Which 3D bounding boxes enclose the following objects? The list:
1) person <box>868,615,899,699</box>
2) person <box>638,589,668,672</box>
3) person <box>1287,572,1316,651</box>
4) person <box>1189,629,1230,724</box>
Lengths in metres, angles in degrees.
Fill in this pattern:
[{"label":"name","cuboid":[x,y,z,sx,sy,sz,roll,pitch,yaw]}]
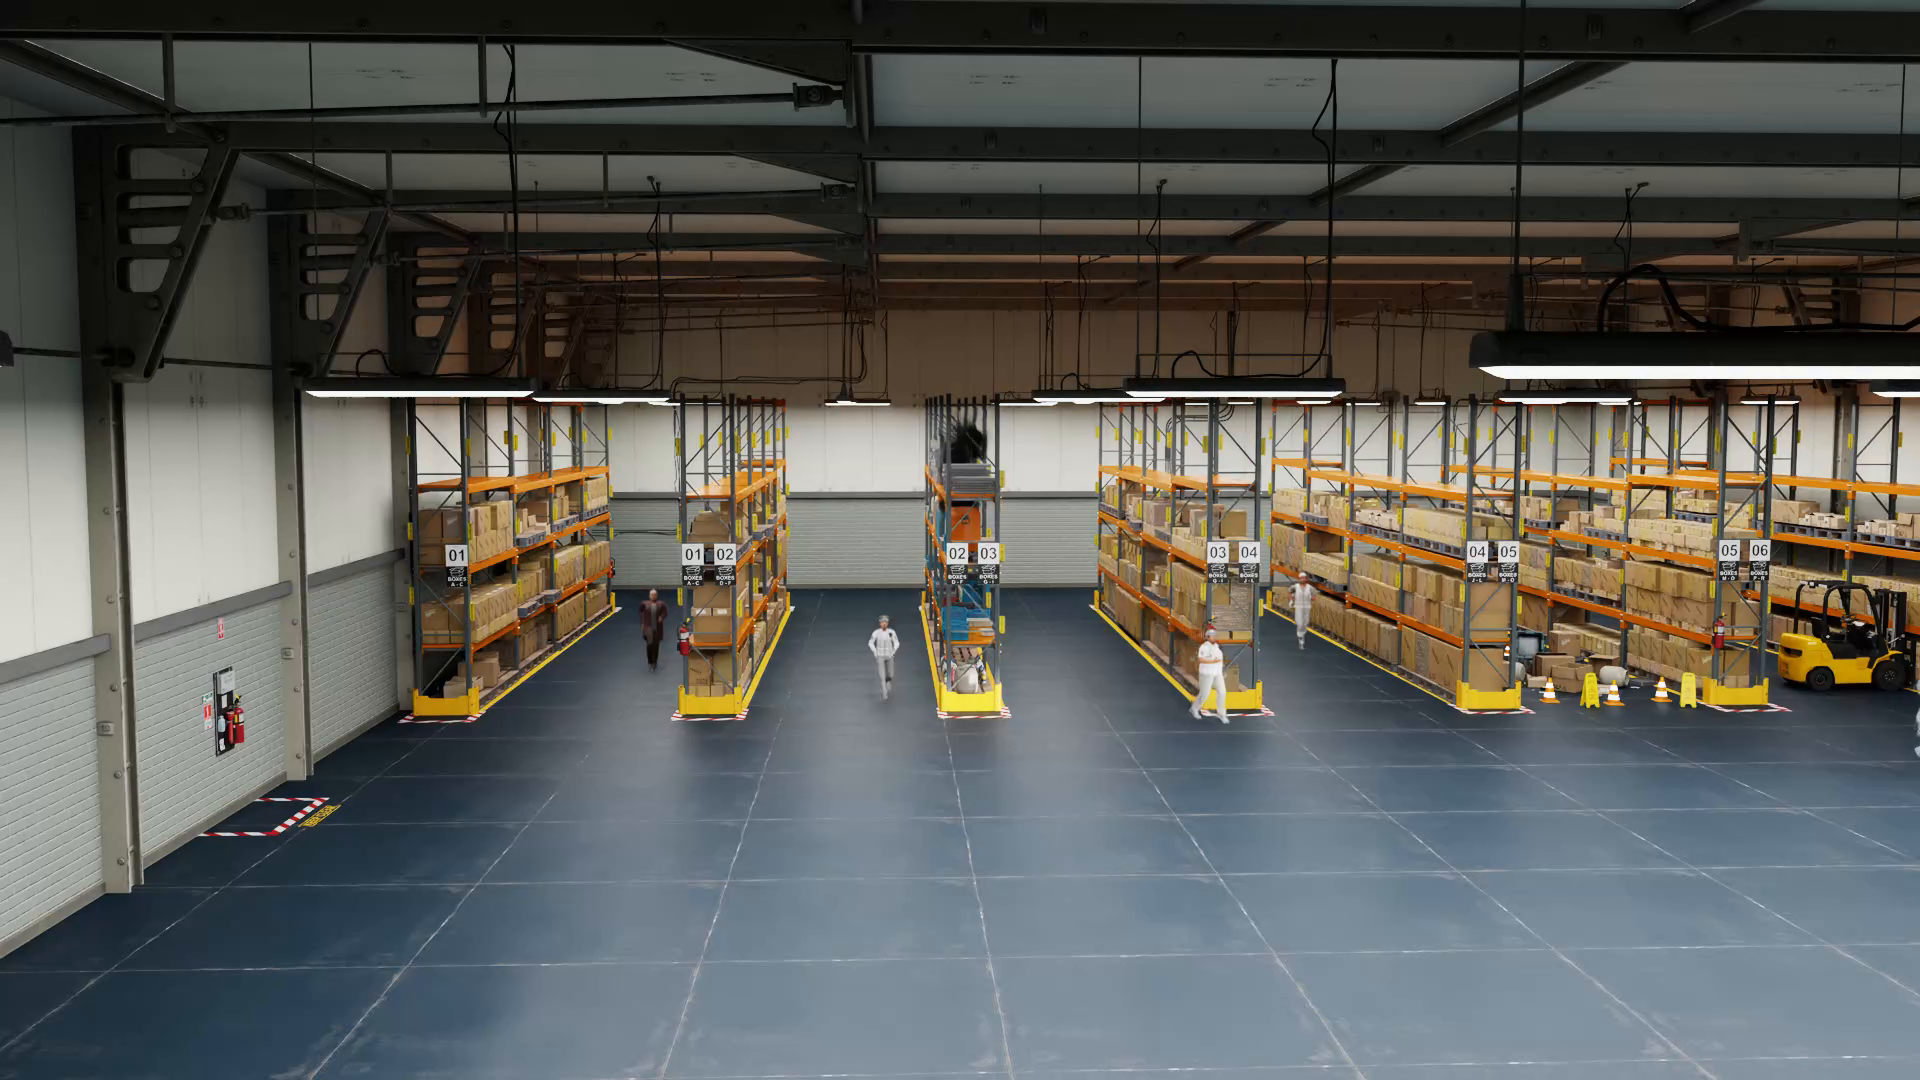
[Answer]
[{"label":"person","cuboid":[-1.507,2.296,32.936,0.615,1.647,0.576,-1,5,-10]},{"label":"person","cuboid":[-6.714,1.987,36.432,0.613,1.799,0.909,-2,5,-19]},{"label":"person","cuboid":[8.182,1.681,39.746,0.640,1.824,0.814,0,5,-1]},{"label":"person","cuboid":[4.563,2.497,30.406,0.606,1.715,0.762,-4,6,-41]}]
